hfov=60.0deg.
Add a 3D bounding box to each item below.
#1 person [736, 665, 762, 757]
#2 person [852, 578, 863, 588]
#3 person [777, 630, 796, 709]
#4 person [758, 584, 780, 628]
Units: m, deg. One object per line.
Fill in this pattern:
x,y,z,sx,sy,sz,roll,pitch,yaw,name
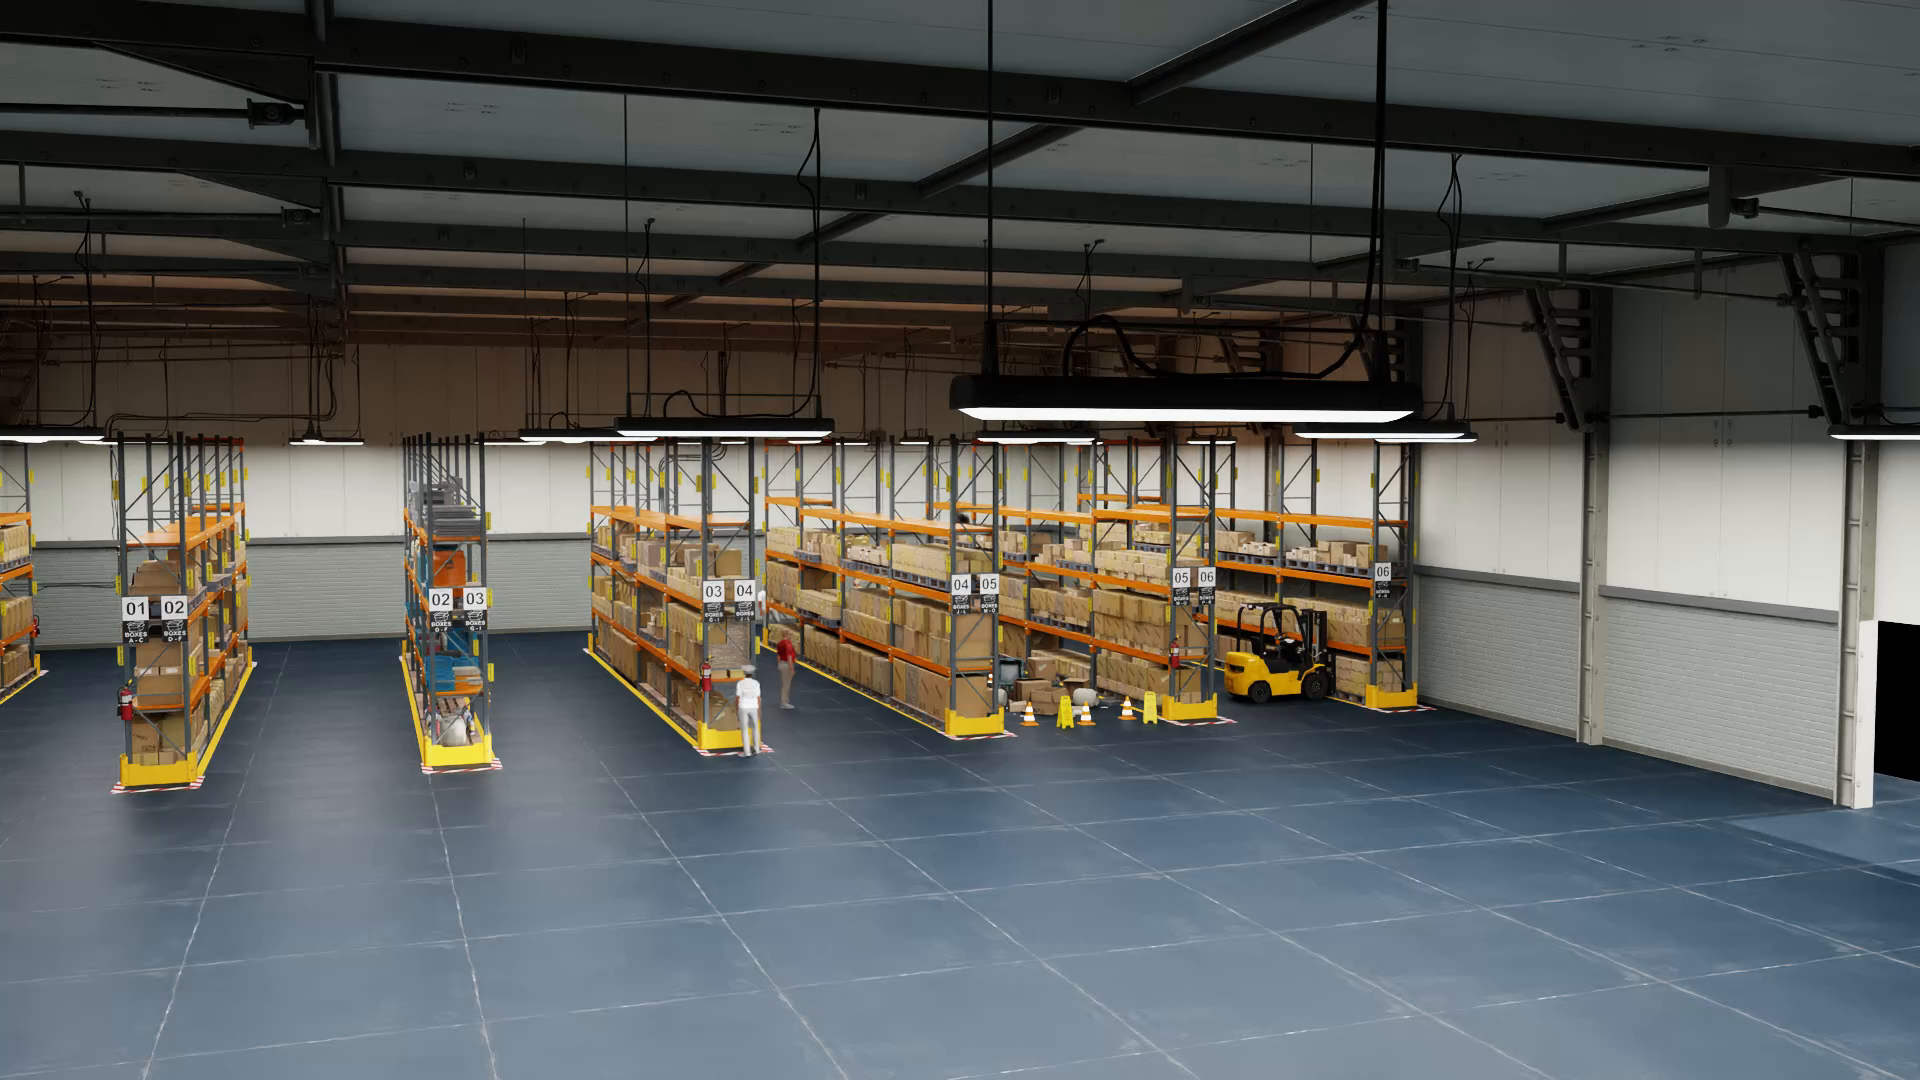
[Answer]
-3.940,3.172,30.901,0.480,1.687,0.496,-1,3,-18,person
-3.236,2.000,52.331,0.482,1.623,0.813,3,4,44,person
-3.783,2.857,36.579,0.449,1.768,0.626,-1,3,-20,person
-5.706,2.103,49.612,0.652,1.756,0.565,-1,3,-24,person
